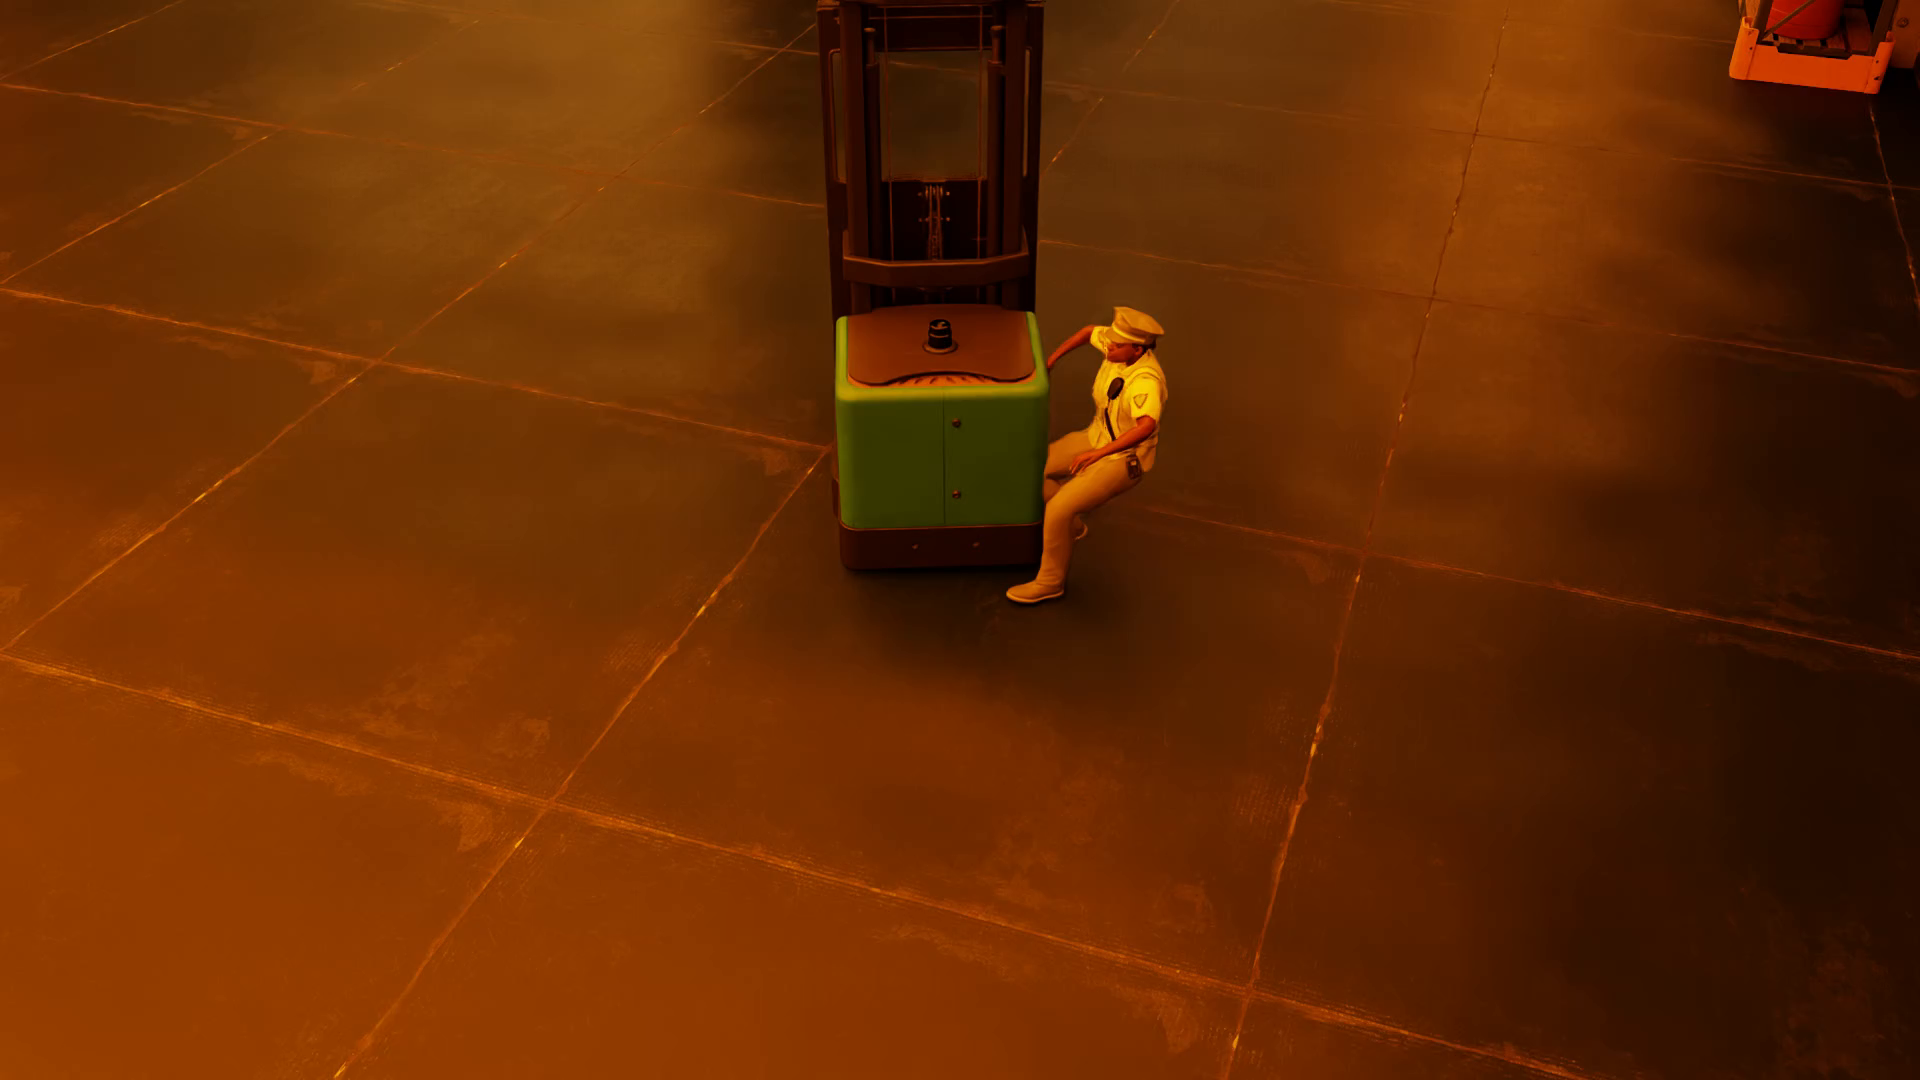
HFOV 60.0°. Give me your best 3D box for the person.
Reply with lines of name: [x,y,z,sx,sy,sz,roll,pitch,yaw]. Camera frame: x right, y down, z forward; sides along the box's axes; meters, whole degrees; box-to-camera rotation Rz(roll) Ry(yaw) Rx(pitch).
person: [0.560,-0.447,7.997,0.813,1.466,1.020,-14,38,-19]

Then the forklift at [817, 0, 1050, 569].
forklift: [-0.156,-1.878,8.760,1.130,2.935,3.031,-2,35,-3]
